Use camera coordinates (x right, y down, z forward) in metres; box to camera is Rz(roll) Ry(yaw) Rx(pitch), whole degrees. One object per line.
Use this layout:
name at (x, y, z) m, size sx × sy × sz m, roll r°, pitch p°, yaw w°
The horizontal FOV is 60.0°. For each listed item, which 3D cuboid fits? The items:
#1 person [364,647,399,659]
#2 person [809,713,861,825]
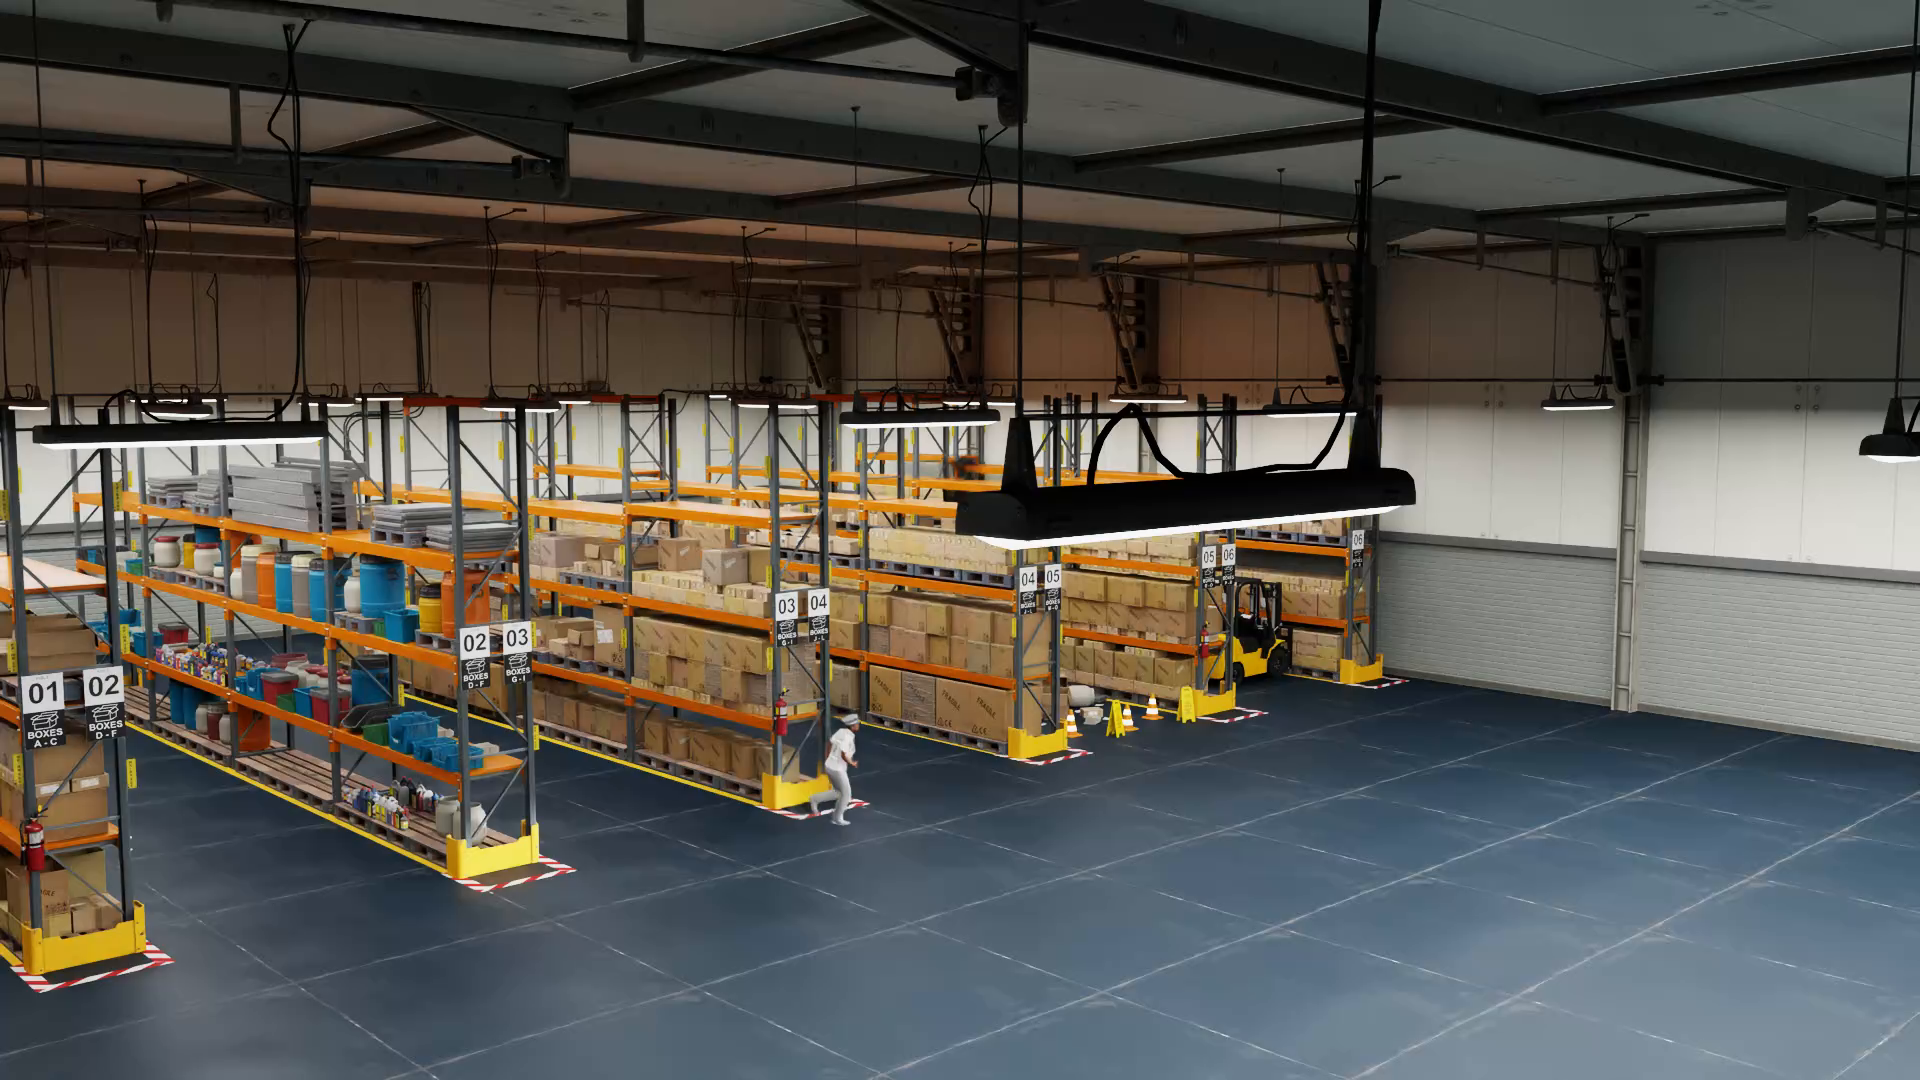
person at (-10.937, 2.469, 31.632) m, size 0.606 × 1.715 × 0.725 m, roll -5°, pitch 8°, yaw -44°
person at (-1.769, 3.275, 23.575) m, size 0.747 × 1.620 × 0.562 m, roll -1°, pitch 6°, yaw -11°
